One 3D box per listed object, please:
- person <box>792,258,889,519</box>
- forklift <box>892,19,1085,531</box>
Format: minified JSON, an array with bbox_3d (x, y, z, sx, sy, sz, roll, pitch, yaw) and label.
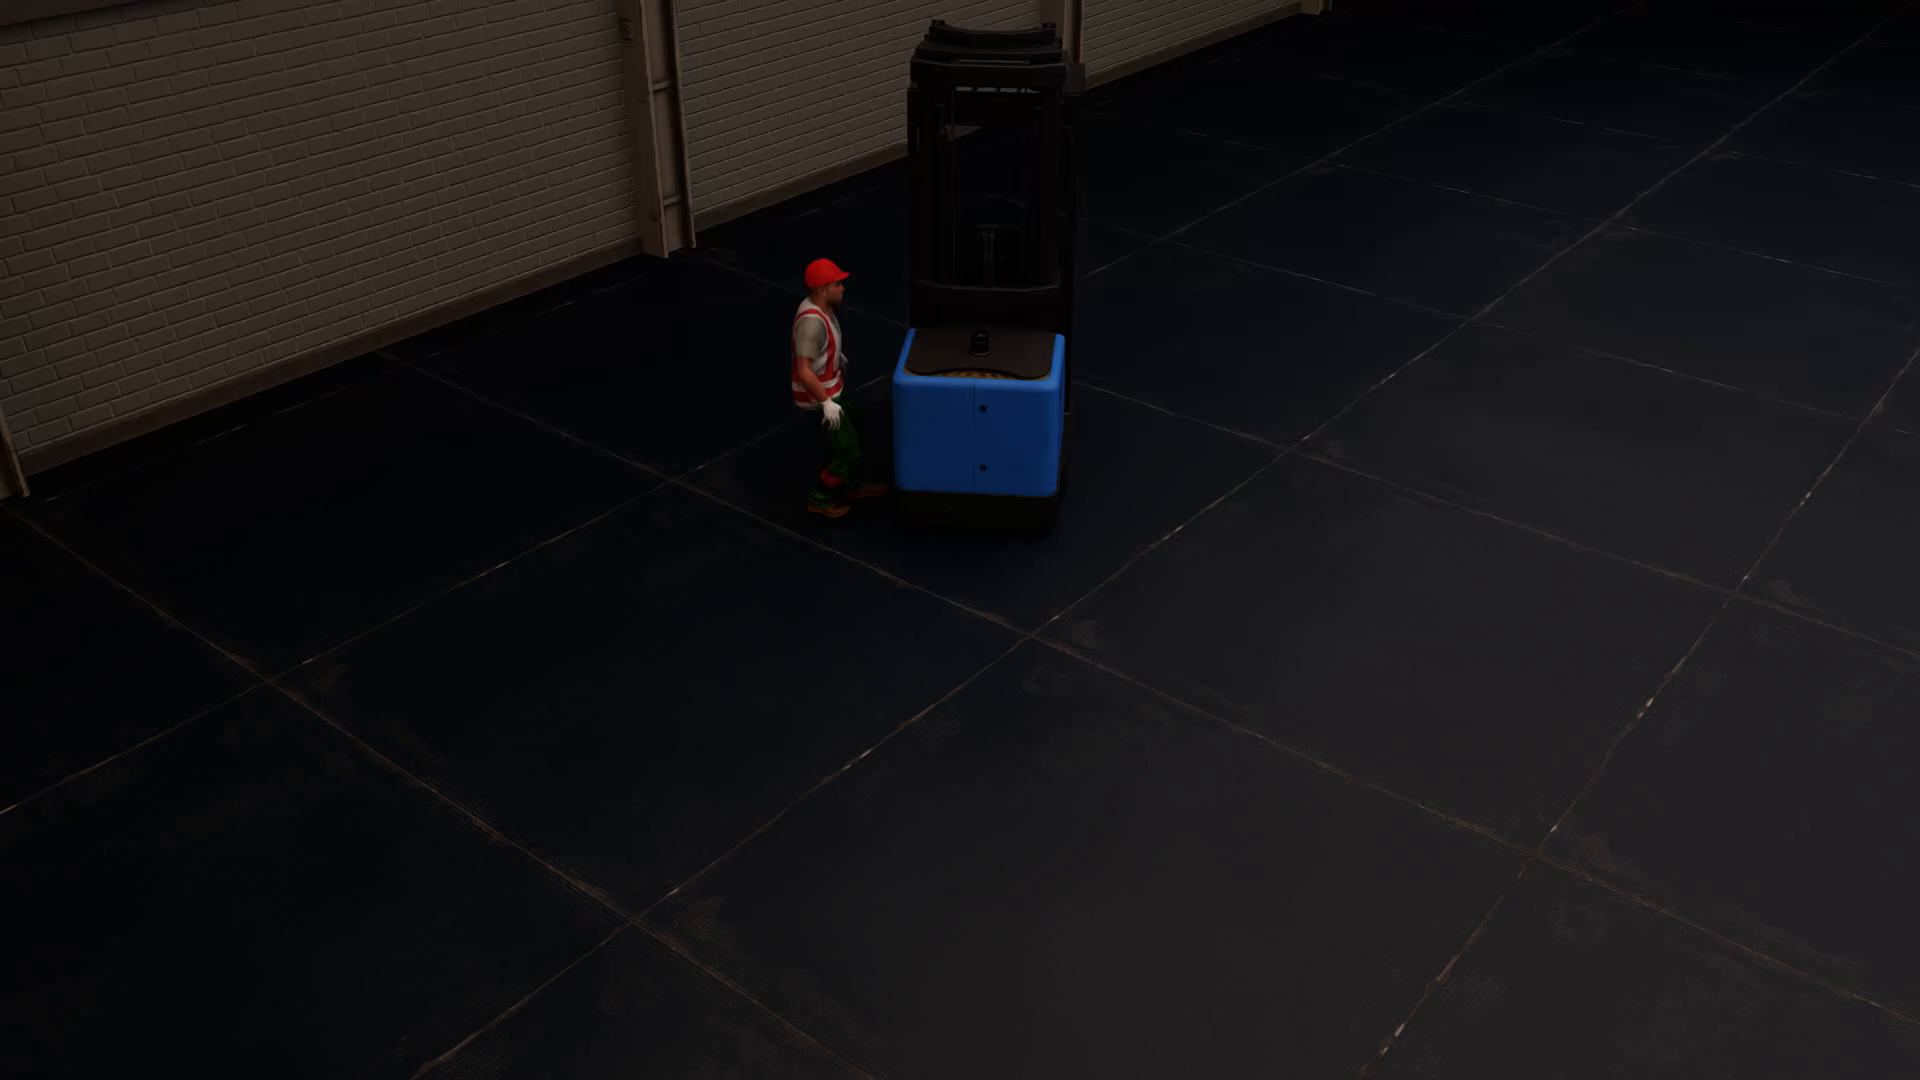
[{"bbox_3d":[-0.757,-0.920,10.391,0.571,1.744,0.927,0,30,0],"label":"person"},{"bbox_3d":[0.238,-2.042,11.090,1.130,2.935,3.031,3,30,5],"label":"forklift"}]
